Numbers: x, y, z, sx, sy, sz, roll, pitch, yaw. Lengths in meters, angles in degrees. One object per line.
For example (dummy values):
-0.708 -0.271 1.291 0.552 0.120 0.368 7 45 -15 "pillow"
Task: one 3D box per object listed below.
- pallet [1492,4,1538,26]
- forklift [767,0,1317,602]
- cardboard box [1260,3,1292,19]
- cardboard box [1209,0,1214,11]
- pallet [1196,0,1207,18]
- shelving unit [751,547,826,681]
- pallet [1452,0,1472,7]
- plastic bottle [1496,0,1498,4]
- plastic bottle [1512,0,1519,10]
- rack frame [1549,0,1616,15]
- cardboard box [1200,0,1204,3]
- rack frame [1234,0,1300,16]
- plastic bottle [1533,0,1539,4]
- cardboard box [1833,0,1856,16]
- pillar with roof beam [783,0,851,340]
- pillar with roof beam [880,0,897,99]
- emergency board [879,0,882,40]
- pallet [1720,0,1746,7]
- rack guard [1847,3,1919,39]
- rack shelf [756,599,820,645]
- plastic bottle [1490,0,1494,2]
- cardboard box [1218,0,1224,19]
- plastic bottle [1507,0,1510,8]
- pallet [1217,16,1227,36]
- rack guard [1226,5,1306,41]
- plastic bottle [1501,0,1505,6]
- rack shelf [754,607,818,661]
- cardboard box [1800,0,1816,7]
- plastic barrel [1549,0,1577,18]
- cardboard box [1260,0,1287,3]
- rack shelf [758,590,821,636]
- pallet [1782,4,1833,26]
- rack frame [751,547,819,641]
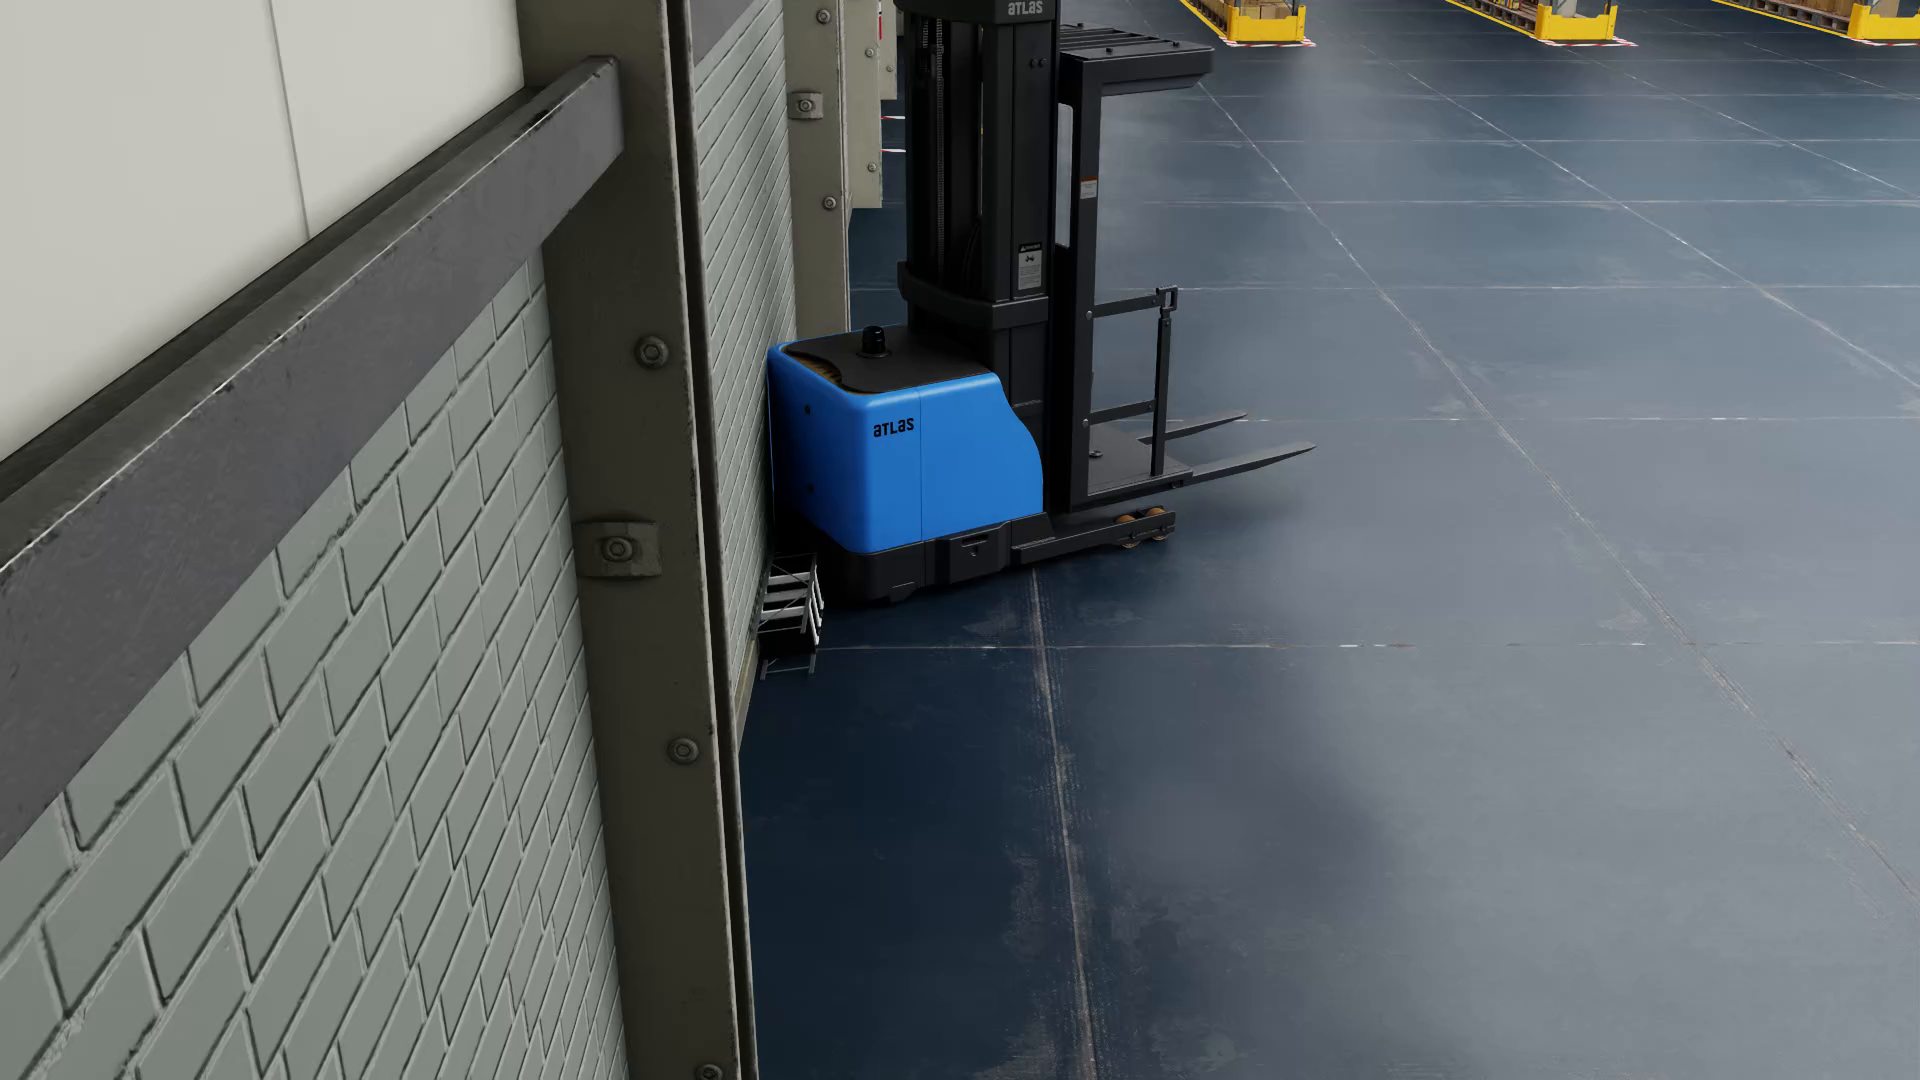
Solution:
9.687 -8.878 28.123 1.003 0.211 1.213 0 24 -1 "pallet"
0.543 -1.467 8.437 3.031 2.935 1.130 -14 28 -28 "forklift"
5.013 -8.421 26.556 0.500 0.250 0.500 0 24 -1 "cardboard box"
4.466 -9.037 27.917 0.500 0.250 0.500 0 24 -1 "cardboard box"
4.719 -9.310 29.079 1.003 0.211 1.213 0 24 -1 "pallet"
-0.787 0.328 7.723 0.258 0.210 0.900 -8 24 3 "shelving unit"
9.658 -9.982 30.565 1.003 0.211 1.213 0 24 -1 "pallet"
9.281 -9.326 28.591 0.097 0.201 0.097 0 24 0 "plastic bottle"
9.291 -8.961 27.786 0.097 0.201 0.097 0 24 0 "plastic bottle"
9.749 -9.281 25.631 1.000 3.000 0.127 0 24 -1 "rack frame"
4.455 -9.449 28.828 0.500 0.250 0.500 0 24 -1 "cardboard box"
4.796 -9.260 25.585 1.000 3.000 0.127 0 24 -1 "rack frame"
9.898 -9.348 28.542 0.061 0.283 0.133 0 24 -1 "plastic bottle"
14.671 -8.859 27.222 0.500 0.500 0.500 6 25 13 "cardboard box"
3.471 -4.857 8.568 9.100 9.000 0.400 0 24 -1 "pillar with roof beam"
3.340 -9.801 19.501 9.100 9.000 0.400 0 24 -1 "pillar with roof beam"
-0.976 -6.030 18.443 0.194 1.169 0.643 0 24 -1 "emergency board"
14.648 -10.002 30.608 1.003 0.211 1.213 0 24 -1 "pallet"
14.701 -8.196 26.264 1.175 0.500 0.348 0 24 -1 "rack guard"
-0.786 0.389 7.589 0.258 0.200 0.077 -8 24 3 "rack shelf"
9.301 -9.511 28.819 0.144 0.351 0.185 -1 24 -3 "plastic bottle"
4.477 -8.624 27.006 0.500 0.250 0.500 0 24 -1 "cardboard box"
9.315 -9.099 28.000 0.152 0.276 0.135 0 24 0 "plastic bottle"
4.746 -8.305 26.856 1.003 0.211 1.213 0 24 -1 "pallet"
4.796 -8.111 26.078 1.175 0.500 0.348 0 24 -1 "rack guard"
9.308 -9.259 28.262 0.144 0.351 0.185 1 24 2 "plastic bottle"
-0.785 0.426 7.507 0.258 0.200 0.077 -8 24 3 "rack shelf"
14.722 -9.347 28.301 0.500 0.500 0.500 -2 24 -5 "cardboard box"
9.666 -8.610 26.656 0.421 0.512 0.421 0 24 0 "plastic barrel"
5.005 -8.968 26.857 0.500 0.500 0.500 0 24 -1 "cardboard box"
-0.787 0.352 7.671 0.258 0.200 0.077 -8 24 3 "rack shelf"
14.717 -8.900 28.173 1.003 0.211 1.213 0 24 -1 "pallet"
-0.802 0.237 7.681 0.240 0.006 0.900 -8 24 3 "rack frame"
